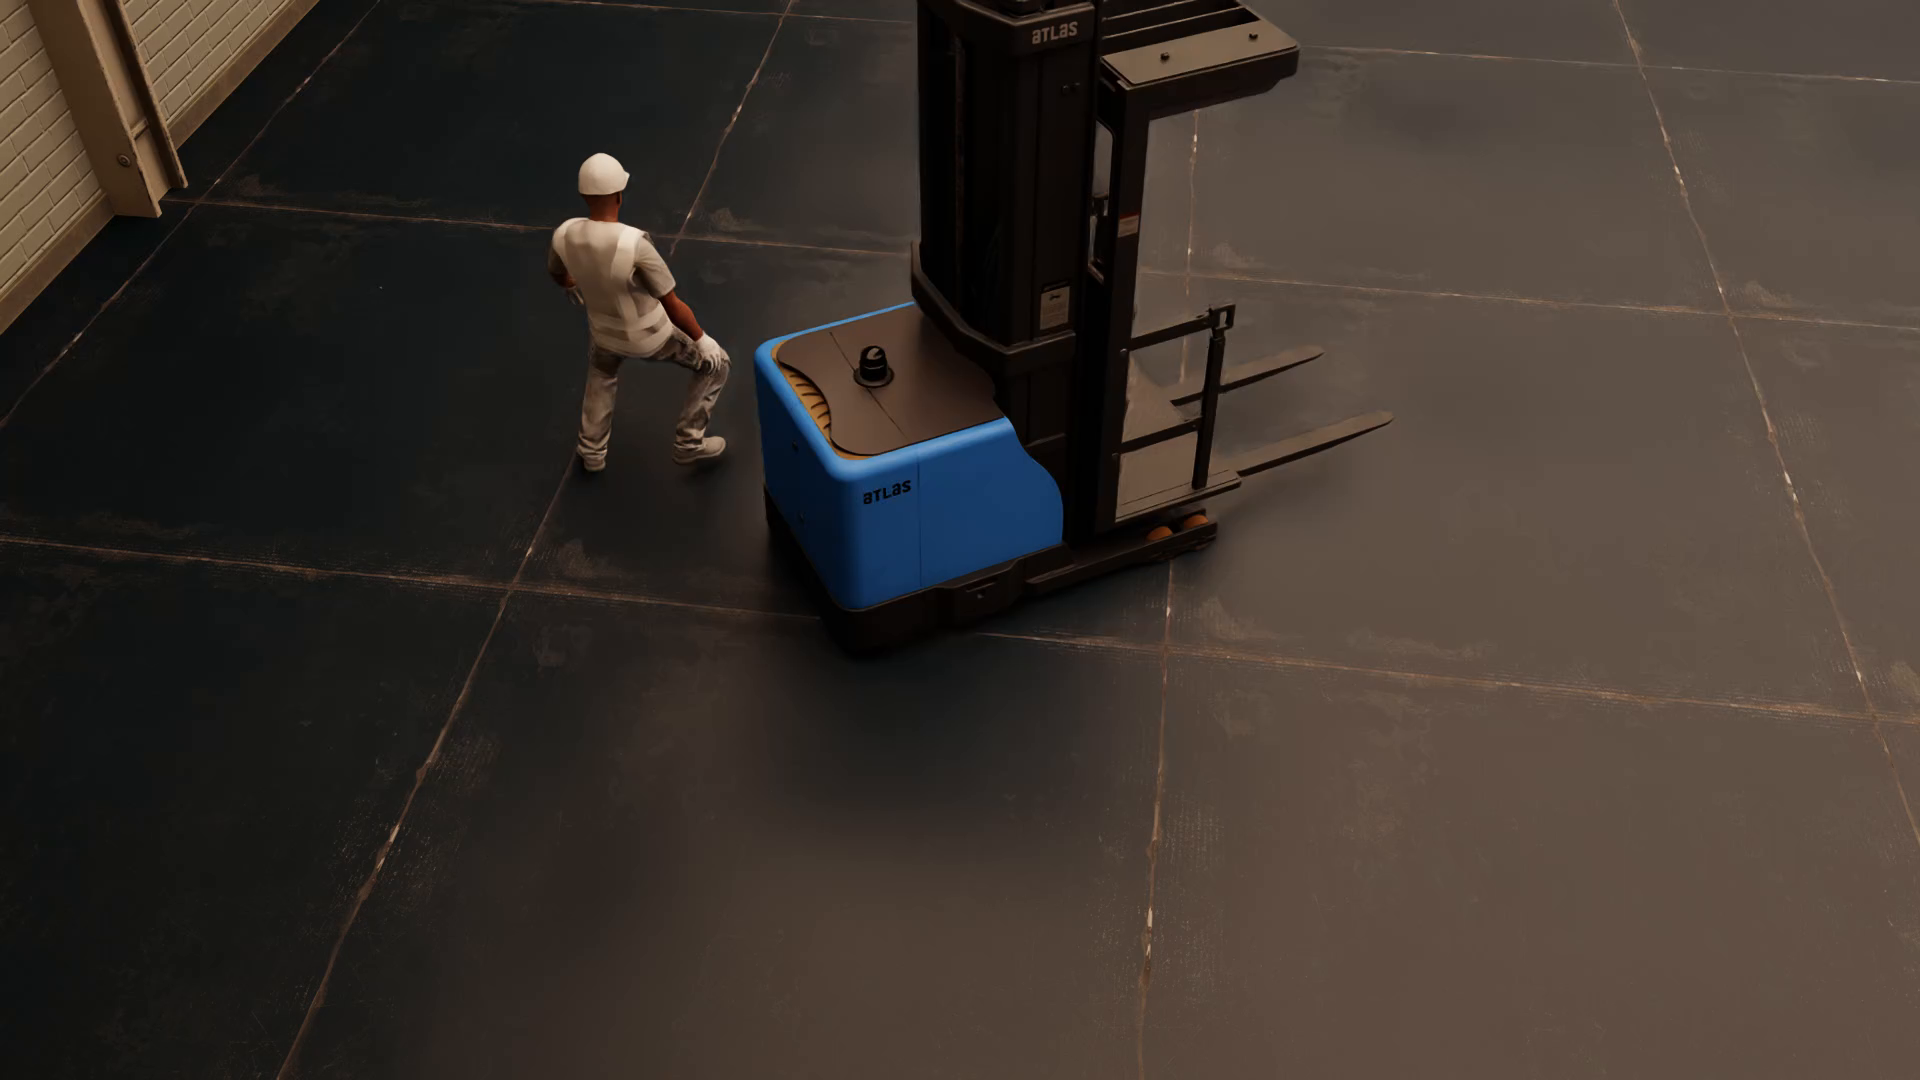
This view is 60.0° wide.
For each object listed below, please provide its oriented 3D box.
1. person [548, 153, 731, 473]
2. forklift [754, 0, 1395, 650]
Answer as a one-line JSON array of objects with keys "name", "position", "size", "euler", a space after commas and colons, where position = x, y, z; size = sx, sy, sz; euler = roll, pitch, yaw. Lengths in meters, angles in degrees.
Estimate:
[{"name": "person", "position": [-1.526, -1.048, 7.809], "size": [0.957, 1.671, 0.573], "euler": [20, 46, 21]}, {"name": "forklift", "position": [0.644, -1.282, 7.120], "size": [3.031, 2.935, 1.130], "euler": [-18, 46, -19]}]
